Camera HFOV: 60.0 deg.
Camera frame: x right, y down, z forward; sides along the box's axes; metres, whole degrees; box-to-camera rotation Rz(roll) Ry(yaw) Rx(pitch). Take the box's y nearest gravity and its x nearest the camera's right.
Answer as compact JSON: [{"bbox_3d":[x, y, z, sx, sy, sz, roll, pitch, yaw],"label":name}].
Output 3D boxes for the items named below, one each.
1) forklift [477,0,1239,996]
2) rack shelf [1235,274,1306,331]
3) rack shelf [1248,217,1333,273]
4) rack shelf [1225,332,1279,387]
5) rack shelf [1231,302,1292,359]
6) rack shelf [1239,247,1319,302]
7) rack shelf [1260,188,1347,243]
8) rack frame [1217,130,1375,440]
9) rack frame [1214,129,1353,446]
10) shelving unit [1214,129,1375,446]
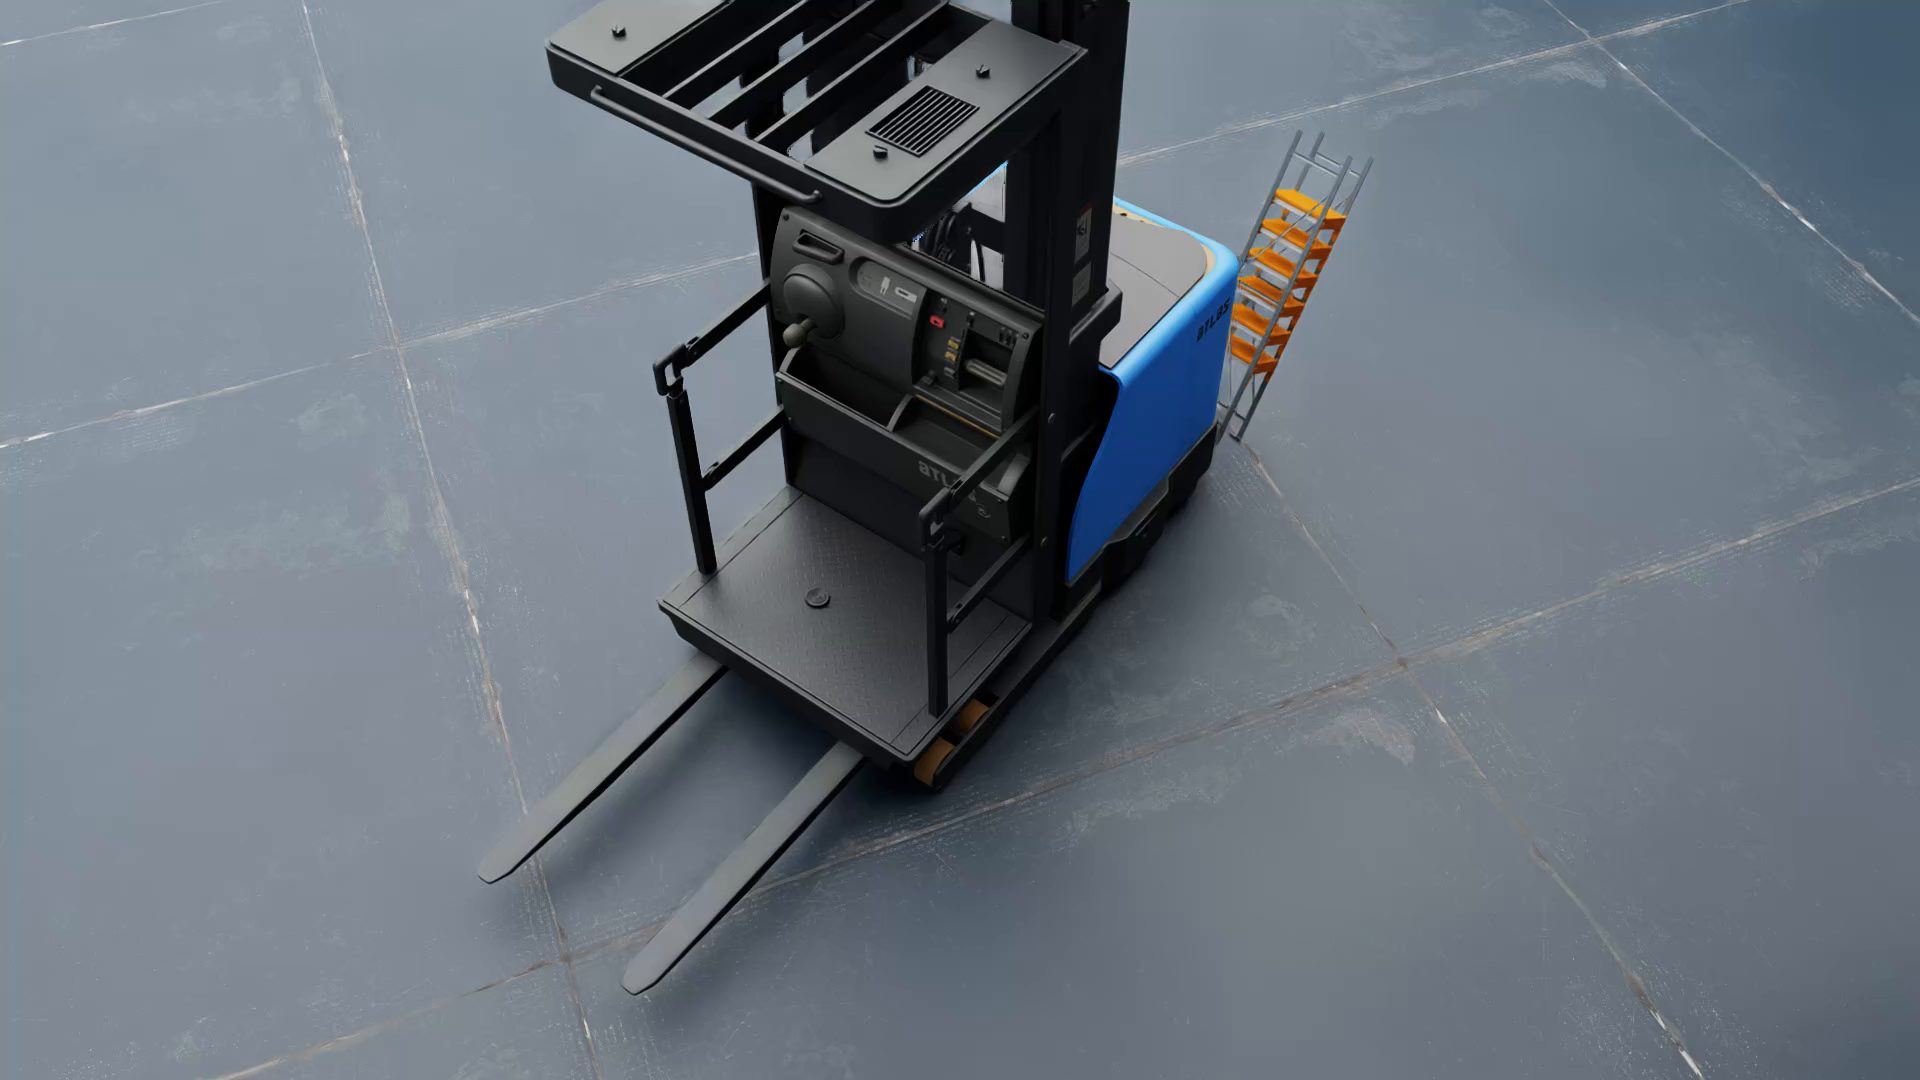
[{"bbox_3d":[-0.309,-0.561,4.799,1.130,2.935,3.031,29,55,23],"label":"forklift"},{"bbox_3d":[1.153,-0.905,6.323,0.258,0.103,0.180,36,30,27],"label":"rack shelf"},{"bbox_3d":[1.233,-1.104,6.217,0.258,0.103,0.180,36,30,27],"label":"rack shelf"},{"bbox_3d":[1.073,-0.705,6.429,0.258,0.103,0.180,36,30,27],"label":"rack shelf"},{"bbox_3d":[1.113,-0.805,6.376,0.258,0.103,0.180,36,30,27],"label":"rack shelf"},{"bbox_3d":[1.193,-1.005,6.270,0.258,0.103,0.180,36,30,27],"label":"rack shelf"},{"bbox_3d":[1.273,-1.204,6.164,0.258,0.103,0.180,36,30,27],"label":"rack shelf"},{"bbox_3d":[1.224,-0.957,6.374,0.240,1.200,0.006,36,30,27],"label":"rack frame"},{"bbox_3d":[1.112,-0.926,6.232,0.240,1.200,0.006,36,30,27],"label":"rack frame"},{"bbox_3d":[1.168,-0.942,6.303,0.258,1.200,0.189,36,30,27],"label":"shelving unit"}]
